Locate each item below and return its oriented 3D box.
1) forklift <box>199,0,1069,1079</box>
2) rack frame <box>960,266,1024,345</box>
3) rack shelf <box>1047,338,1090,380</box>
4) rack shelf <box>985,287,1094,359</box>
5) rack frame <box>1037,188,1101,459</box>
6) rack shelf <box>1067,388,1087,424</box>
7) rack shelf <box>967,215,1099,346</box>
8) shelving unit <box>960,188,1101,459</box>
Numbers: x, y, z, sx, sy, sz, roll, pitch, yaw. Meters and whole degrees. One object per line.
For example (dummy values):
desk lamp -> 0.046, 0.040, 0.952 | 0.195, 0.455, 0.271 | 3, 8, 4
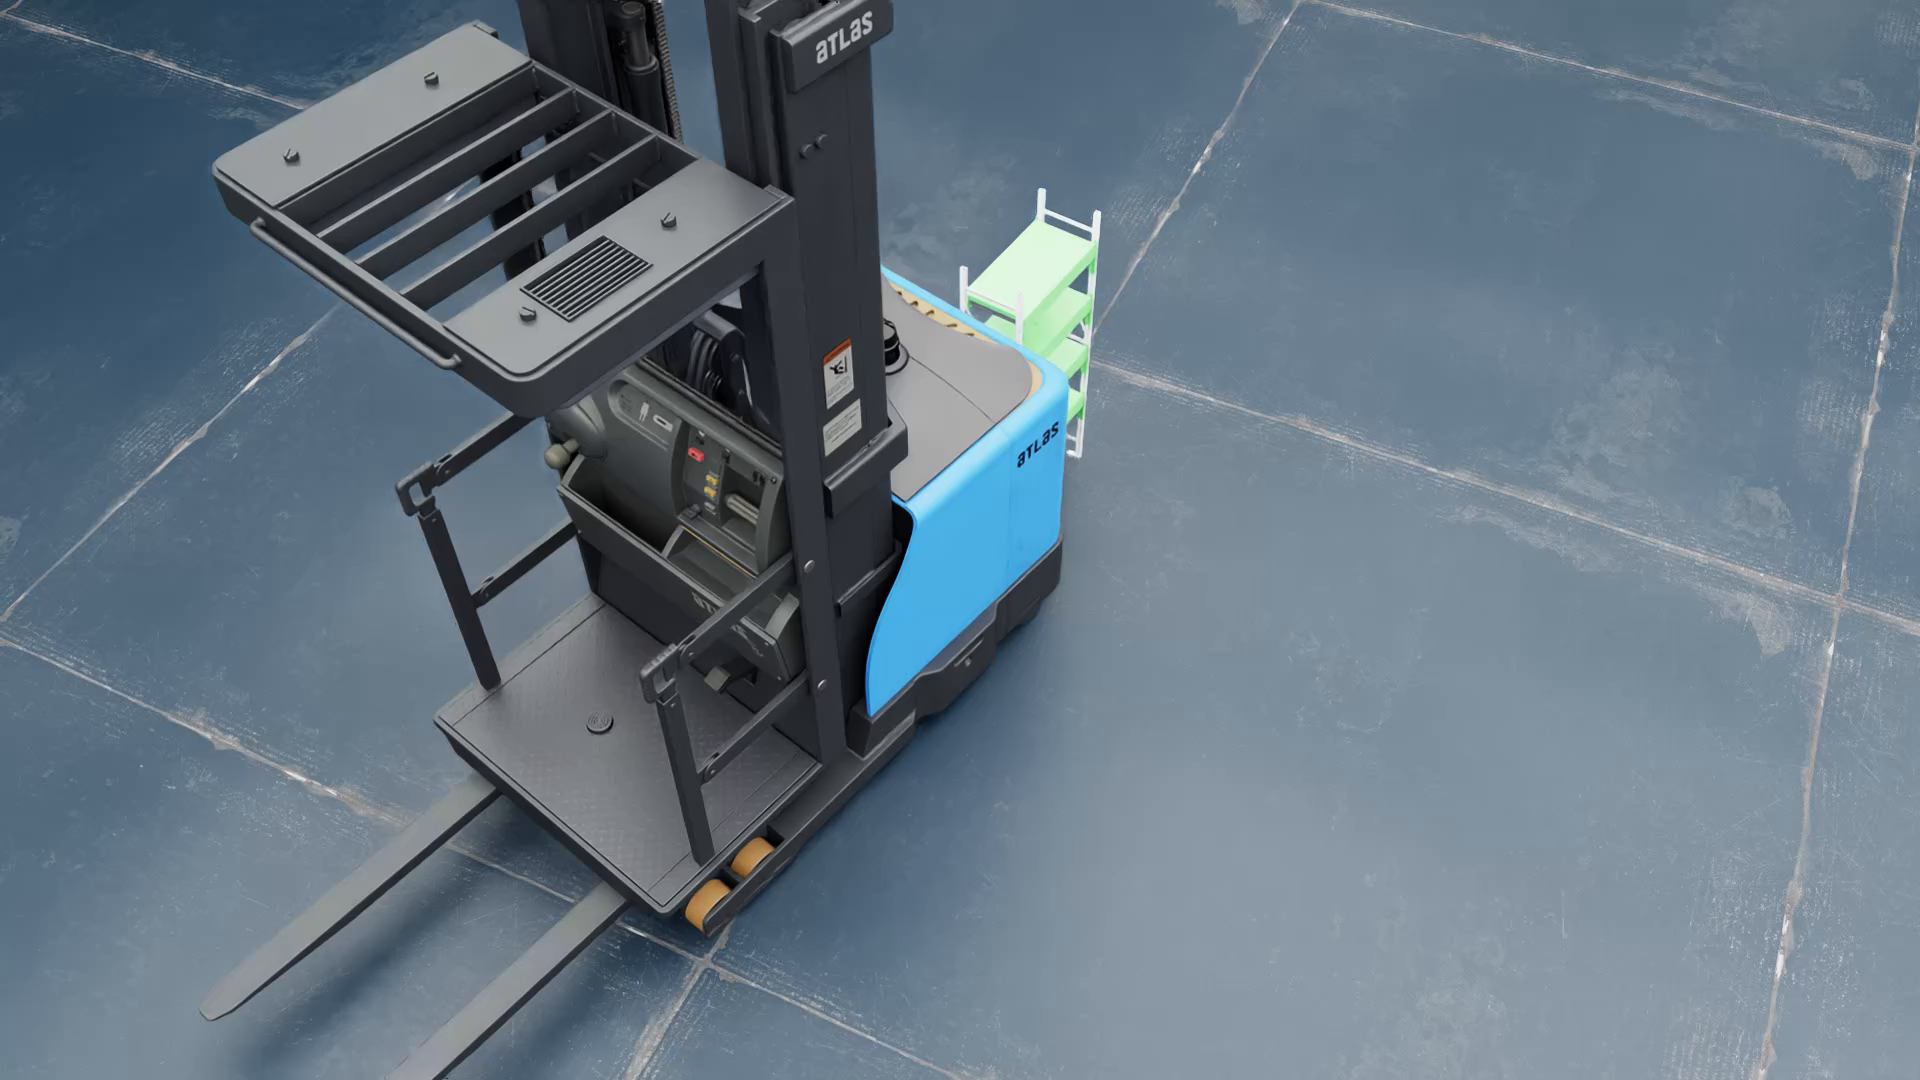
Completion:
forklift -> -0.970, -0.166, 4.466 | 1.130, 2.935, 3.031 | 33, 57, 25
rack frame -> 0.103, -0.453, 5.848 | 0.240, 1.200, 0.015 | 27, 55, 21
rack shelf -> 0.238, -0.567, 6.028 | 0.258, 0.148, 0.480 | 27, 55, 21
rack shelf -> 0.238, -0.722, 5.845 | 0.258, 0.148, 0.480 | 27, 55, 21
rack frame -> 0.373, -0.763, 6.111 | 0.240, 1.200, 0.015 | 27, 55, 21
rack shelf -> 0.238, -0.411, 6.211 | 0.258, 0.148, 0.480 | 27, 55, 21
rack shelf -> 0.238, -0.878, 5.663 | 0.258, 0.148, 0.480 | 27, 55, 21
shelving unit -> 0.238, -0.608, 5.980 | 0.258, 1.200, 0.503 | 27, 55, 21
